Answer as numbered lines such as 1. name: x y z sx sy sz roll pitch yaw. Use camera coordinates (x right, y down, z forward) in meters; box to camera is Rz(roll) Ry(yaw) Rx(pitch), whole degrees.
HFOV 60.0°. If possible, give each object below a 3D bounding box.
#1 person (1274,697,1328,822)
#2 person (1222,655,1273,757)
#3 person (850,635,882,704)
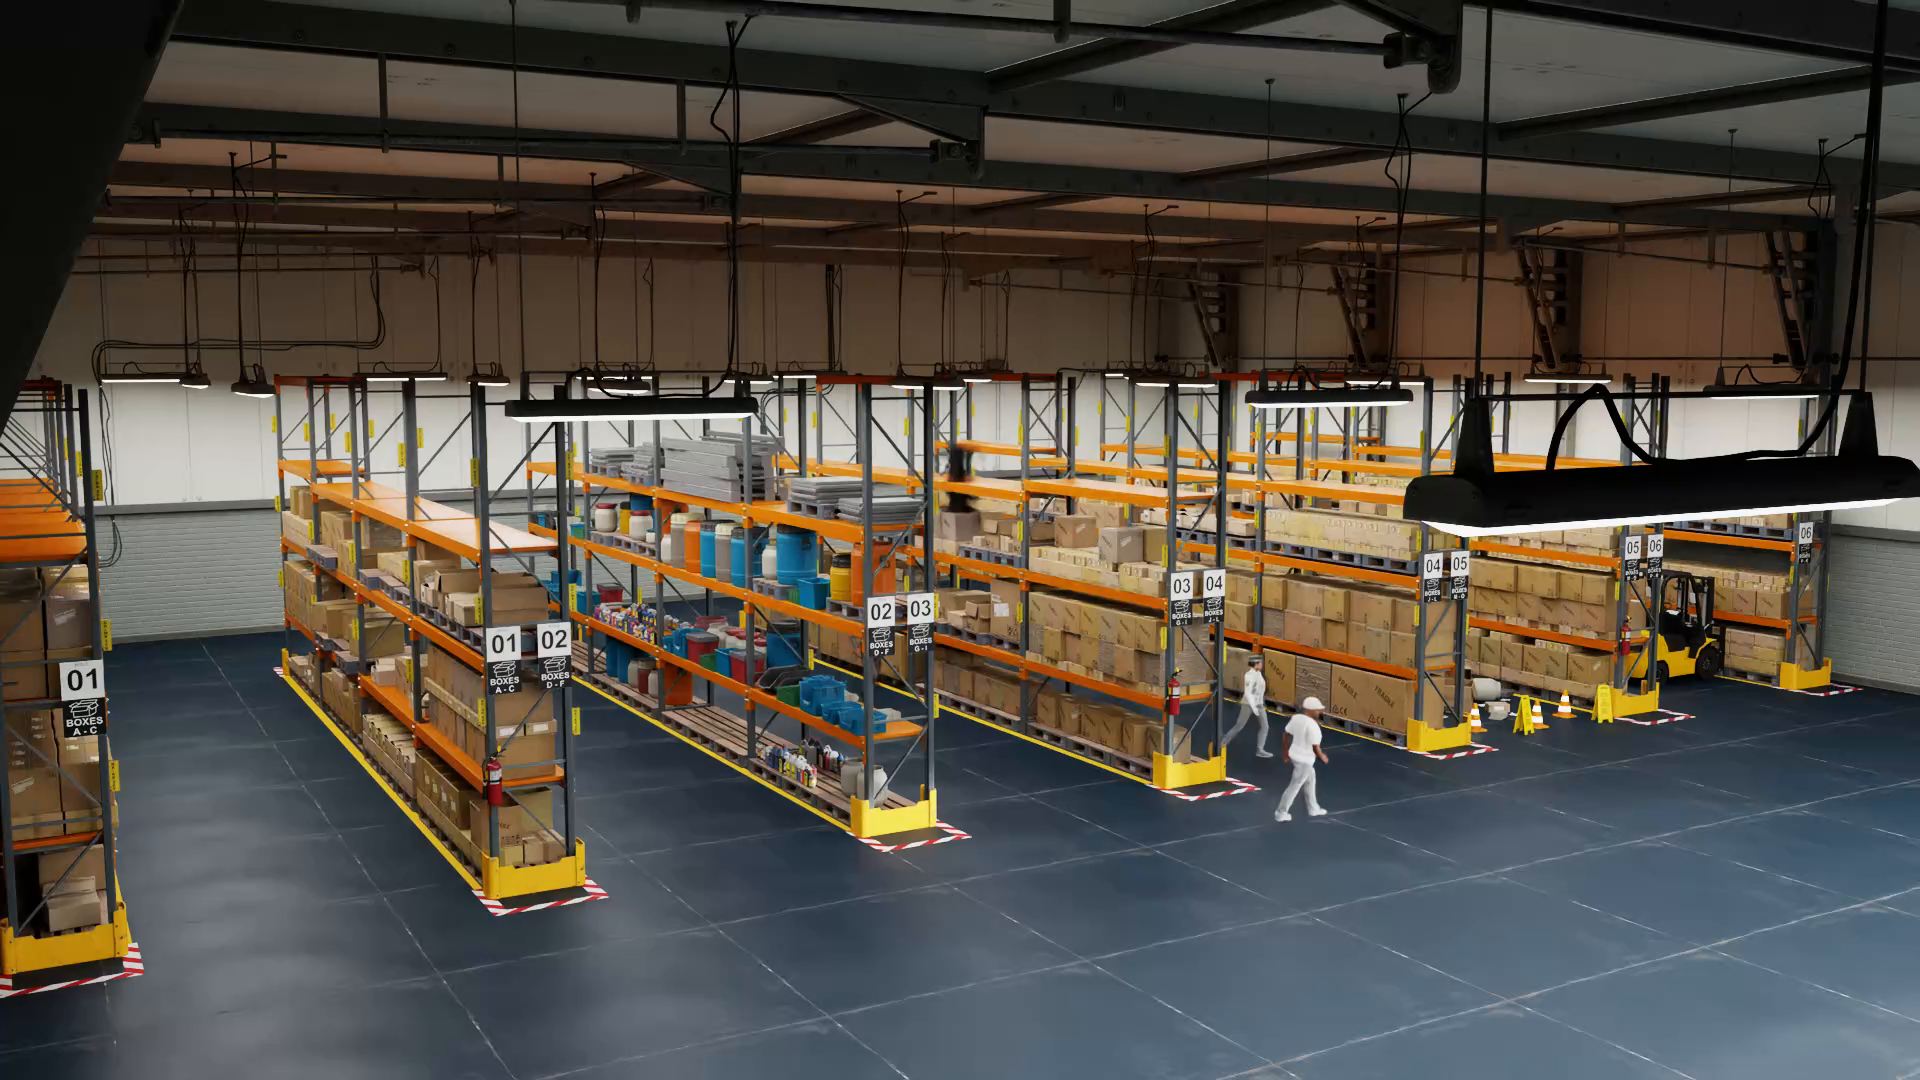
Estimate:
1. person: 4.702 2.965 22.567 0.878 1.720 0.663 -2 6 -14
2. person: 4.538 2.626 26.380 0.794 1.626 0.651 6 8 42
3. person: -1.607 2.160 30.398 0.639 1.745 0.724 -5 8 -37
